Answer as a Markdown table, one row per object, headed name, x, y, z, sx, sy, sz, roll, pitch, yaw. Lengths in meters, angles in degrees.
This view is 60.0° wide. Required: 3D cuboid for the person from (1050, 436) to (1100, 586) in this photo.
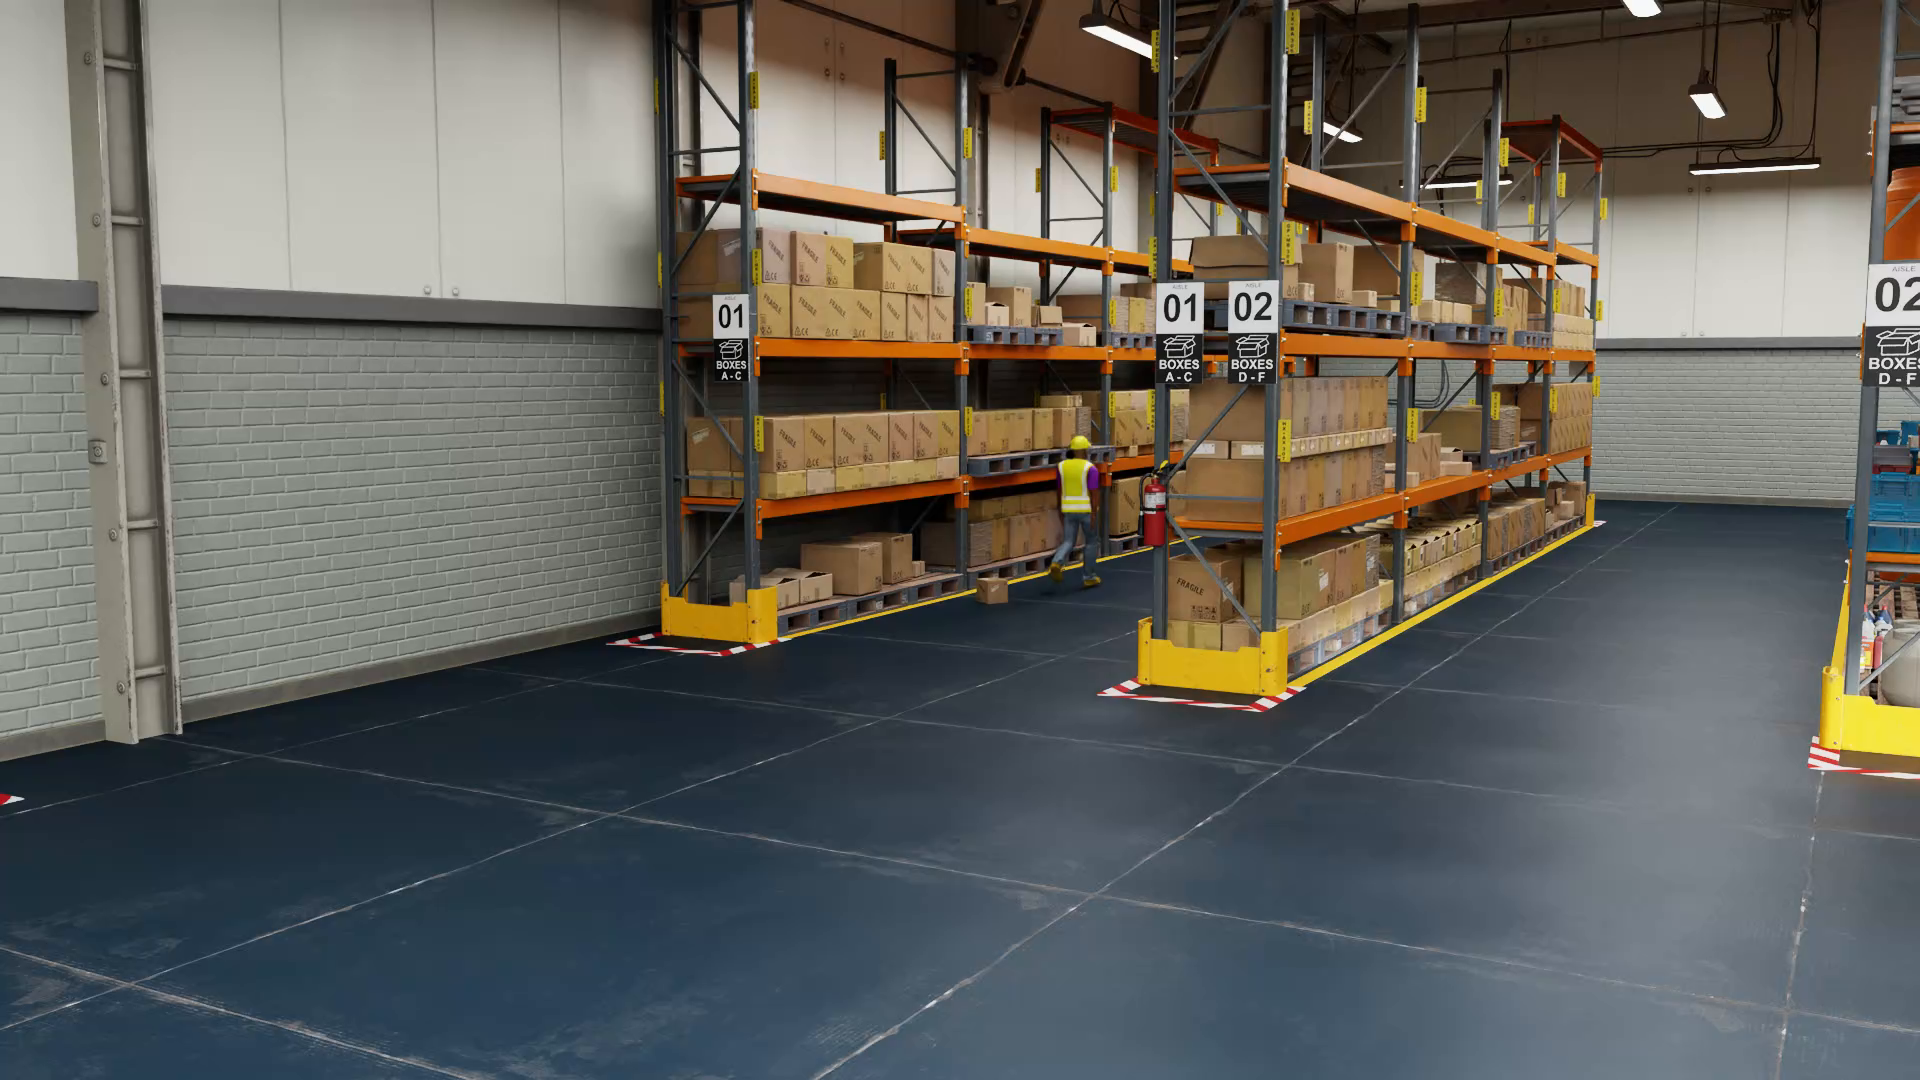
| name | x | y | z | sx | sy | sz | roll | pitch | yaw |
| --- | --- | --- | --- | --- | --- | --- | --- | --- | --- |
| person | 1.348 | -0.325 | 19.054 | 0.564 | 1.739 | 0.859 | 3 | 7 | 29 |
